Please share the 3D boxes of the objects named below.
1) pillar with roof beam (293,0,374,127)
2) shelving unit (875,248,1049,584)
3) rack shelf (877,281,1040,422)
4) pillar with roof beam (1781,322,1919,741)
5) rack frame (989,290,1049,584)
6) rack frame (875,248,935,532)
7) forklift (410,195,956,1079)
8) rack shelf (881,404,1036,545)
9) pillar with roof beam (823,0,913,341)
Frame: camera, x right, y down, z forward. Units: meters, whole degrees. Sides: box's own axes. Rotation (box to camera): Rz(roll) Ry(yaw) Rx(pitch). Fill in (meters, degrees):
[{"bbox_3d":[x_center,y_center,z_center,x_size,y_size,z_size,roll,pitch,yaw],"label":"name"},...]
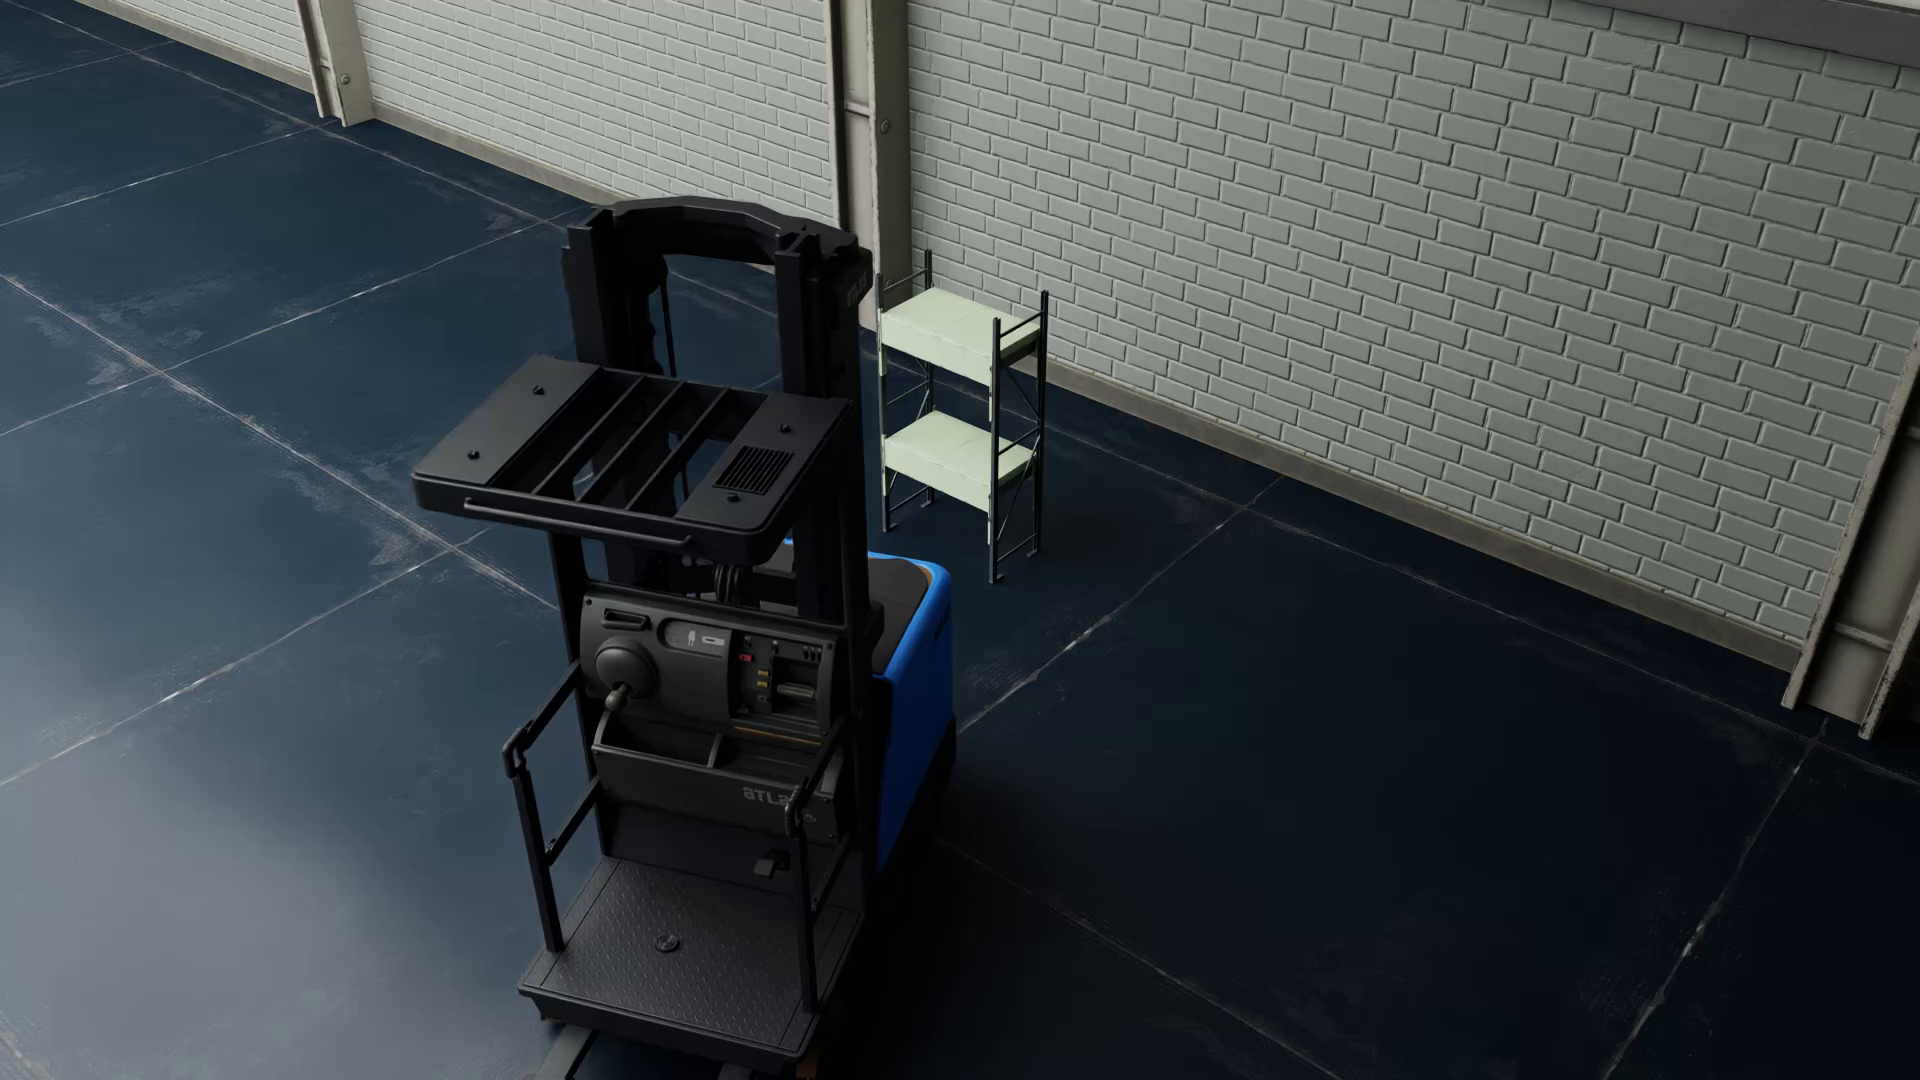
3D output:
[{"bbox_3d":[-7.918,-5.413,8.765,0.400,9.000,9.100,25,42,32],"label":"pillar with roof beam"},{"bbox_3d":[0.005,-0.616,8.404,0.755,1.500,0.431,25,42,32],"label":"shelving unit"},{"bbox_3d":[0.005,-0.938,8.183,0.720,0.370,0.431,25,42,32],"label":"rack shelf"},{"bbox_3d":[1.305,-1.066,2.436,0.400,9.000,9.100,25,42,32],"label":"pillar with roof beam"},{"bbox_3d":[0.286,-0.483,8.211,0.023,1.500,0.400,25,42,32],"label":"rack frame"},{"bbox_3d":[-0.276,-0.748,8.597,0.023,1.500,0.400,25,42,32],"label":"rack frame"},{"bbox_3d":[-0.924,0.500,5.515,1.130,2.935,3.031,9,36,13],"label":"forklift"},{"bbox_3d":[0.005,-0.347,8.589,0.720,0.370,0.431,25,42,32],"label":"rack shelf"},{"bbox_3d":[-3.306,-3.240,5.600,0.400,9.000,9.100,25,42,32],"label":"pillar with roof beam"}]
